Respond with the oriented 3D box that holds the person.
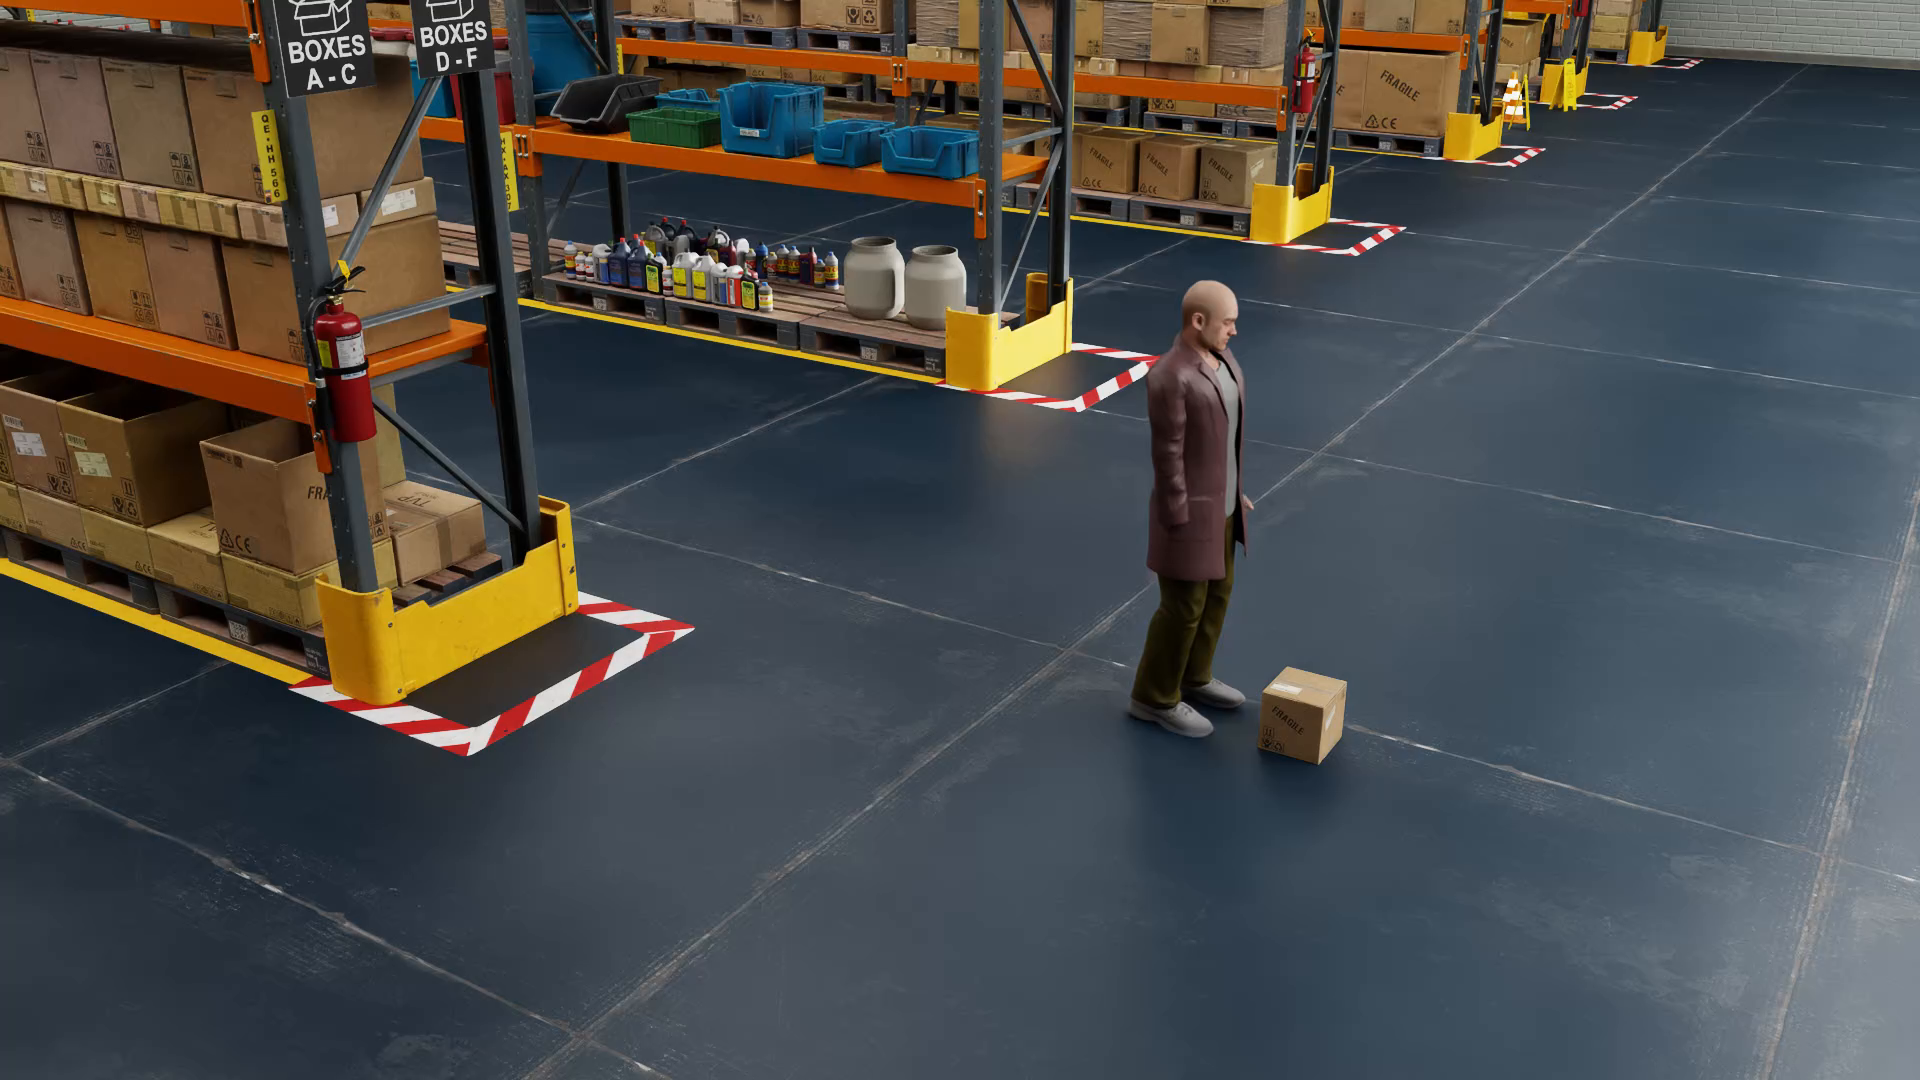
[{"bbox_3d":[0.931,-0.126,6.436,0.388,1.782,0.562,14,27,30],"label":"person"}]
